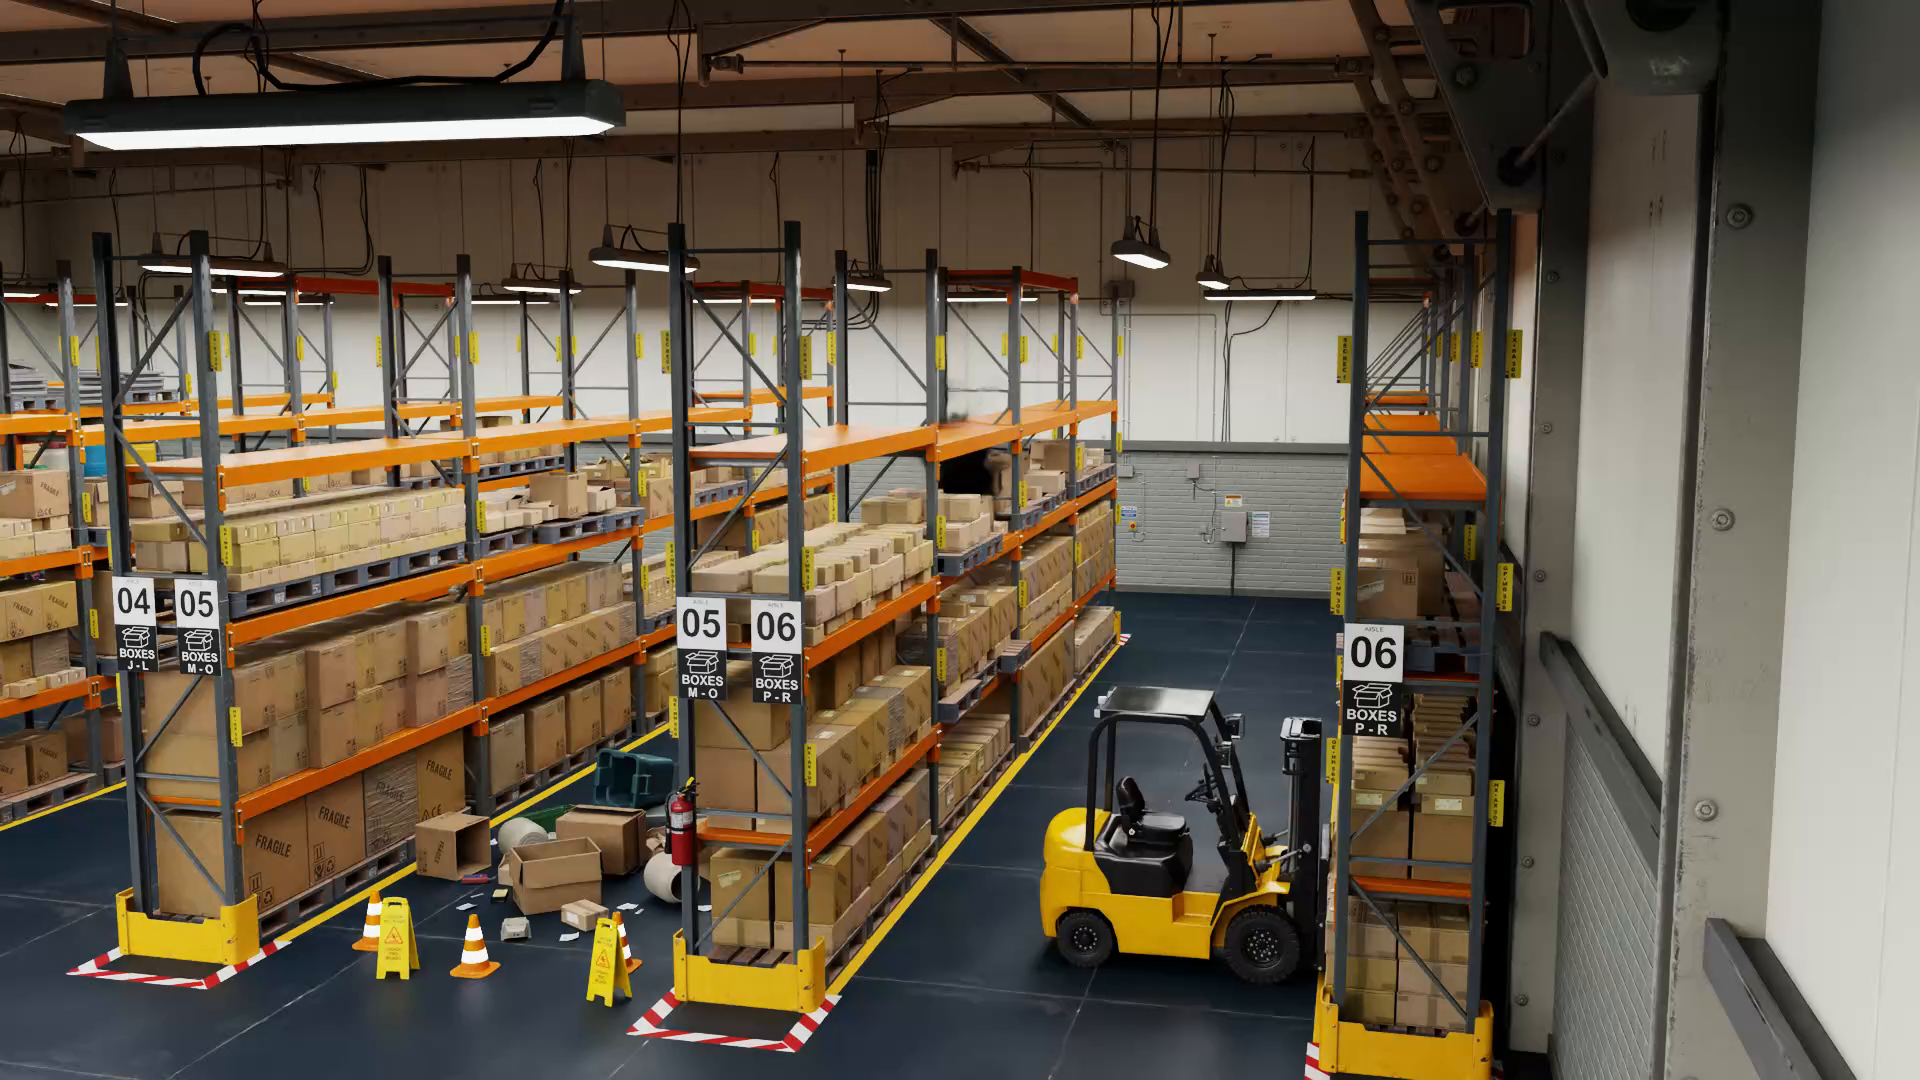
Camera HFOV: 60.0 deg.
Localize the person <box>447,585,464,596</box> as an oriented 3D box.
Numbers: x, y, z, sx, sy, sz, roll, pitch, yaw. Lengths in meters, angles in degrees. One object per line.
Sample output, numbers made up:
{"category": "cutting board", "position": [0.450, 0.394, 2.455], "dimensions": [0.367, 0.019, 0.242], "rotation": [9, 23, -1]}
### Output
{"category": "person", "position": [-7.218, 1.446, 23.775], "dimensions": [0.625, 1.660, 0.767], "rotation": [1, 7, 8]}
